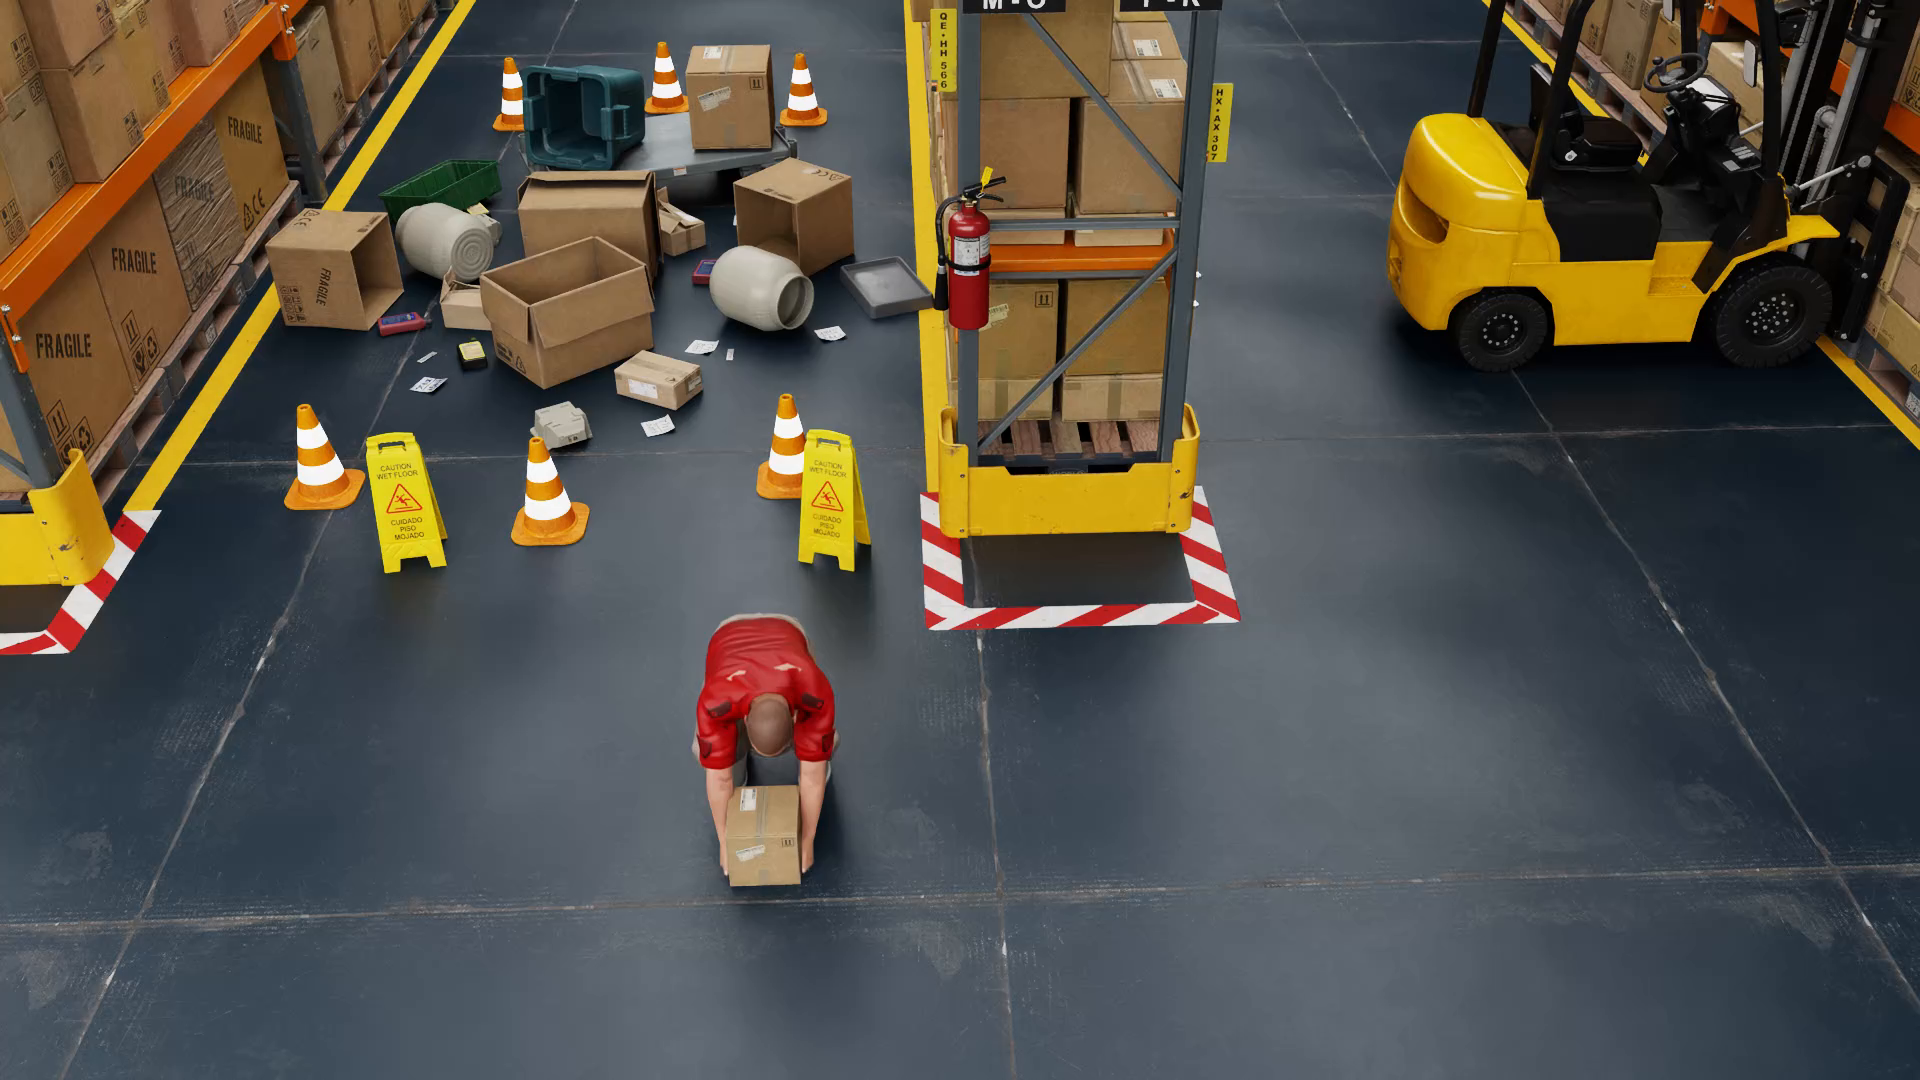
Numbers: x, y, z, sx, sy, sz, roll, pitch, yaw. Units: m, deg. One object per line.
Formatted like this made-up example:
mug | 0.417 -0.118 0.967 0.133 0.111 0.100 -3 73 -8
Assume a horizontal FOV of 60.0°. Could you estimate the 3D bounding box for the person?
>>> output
person | -0.709 0.681 6.078 0.536 0.825 0.912 -2 35 -3
